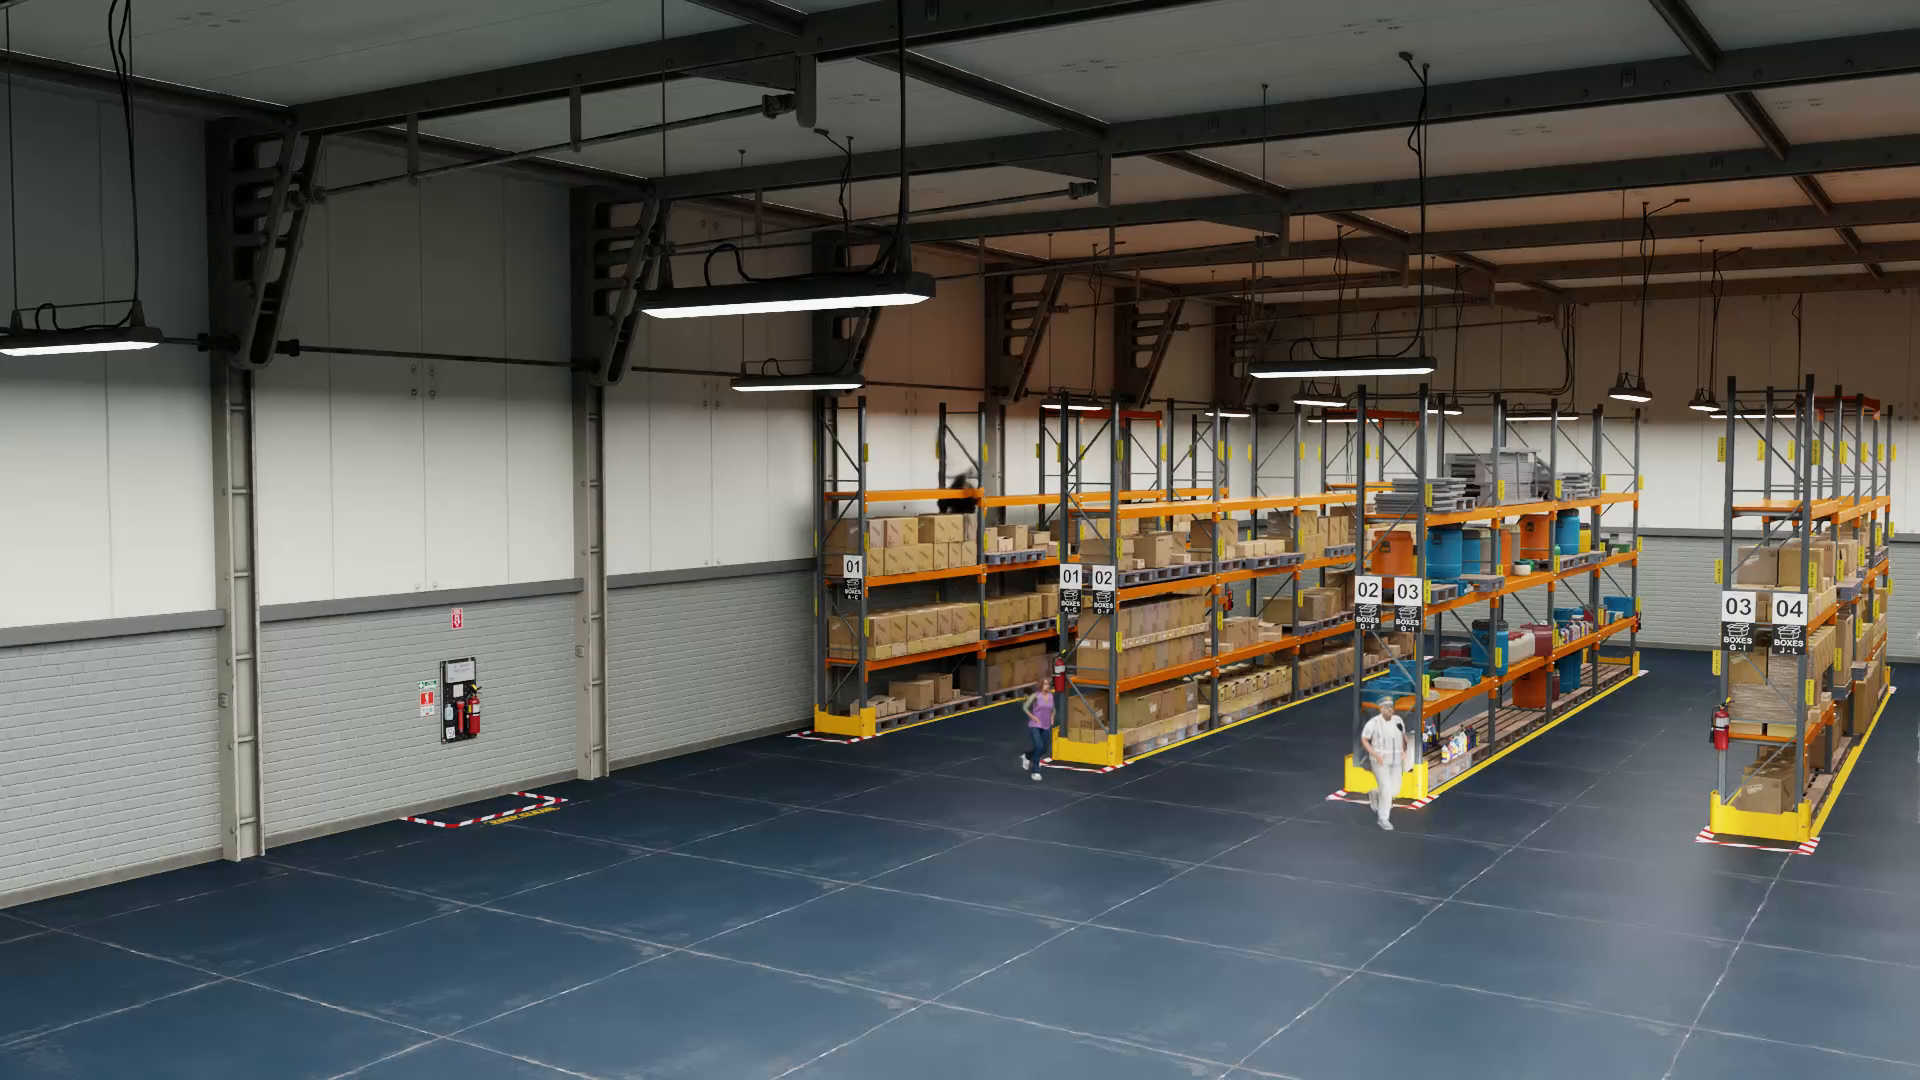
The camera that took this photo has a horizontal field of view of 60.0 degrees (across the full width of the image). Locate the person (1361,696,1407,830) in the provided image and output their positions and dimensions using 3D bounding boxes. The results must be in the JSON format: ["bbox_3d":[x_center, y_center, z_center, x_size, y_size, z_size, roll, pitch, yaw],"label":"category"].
[{"bbox_3d":[5.700,2.958,22.388,0.678,1.775,0.689,-1,3,-16],"label":"person"}]

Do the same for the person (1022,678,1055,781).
[{"bbox_3d":[1.210,2.906,25.701,0.578,1.546,0.614,-2,3,-28],"label":"person"}]
